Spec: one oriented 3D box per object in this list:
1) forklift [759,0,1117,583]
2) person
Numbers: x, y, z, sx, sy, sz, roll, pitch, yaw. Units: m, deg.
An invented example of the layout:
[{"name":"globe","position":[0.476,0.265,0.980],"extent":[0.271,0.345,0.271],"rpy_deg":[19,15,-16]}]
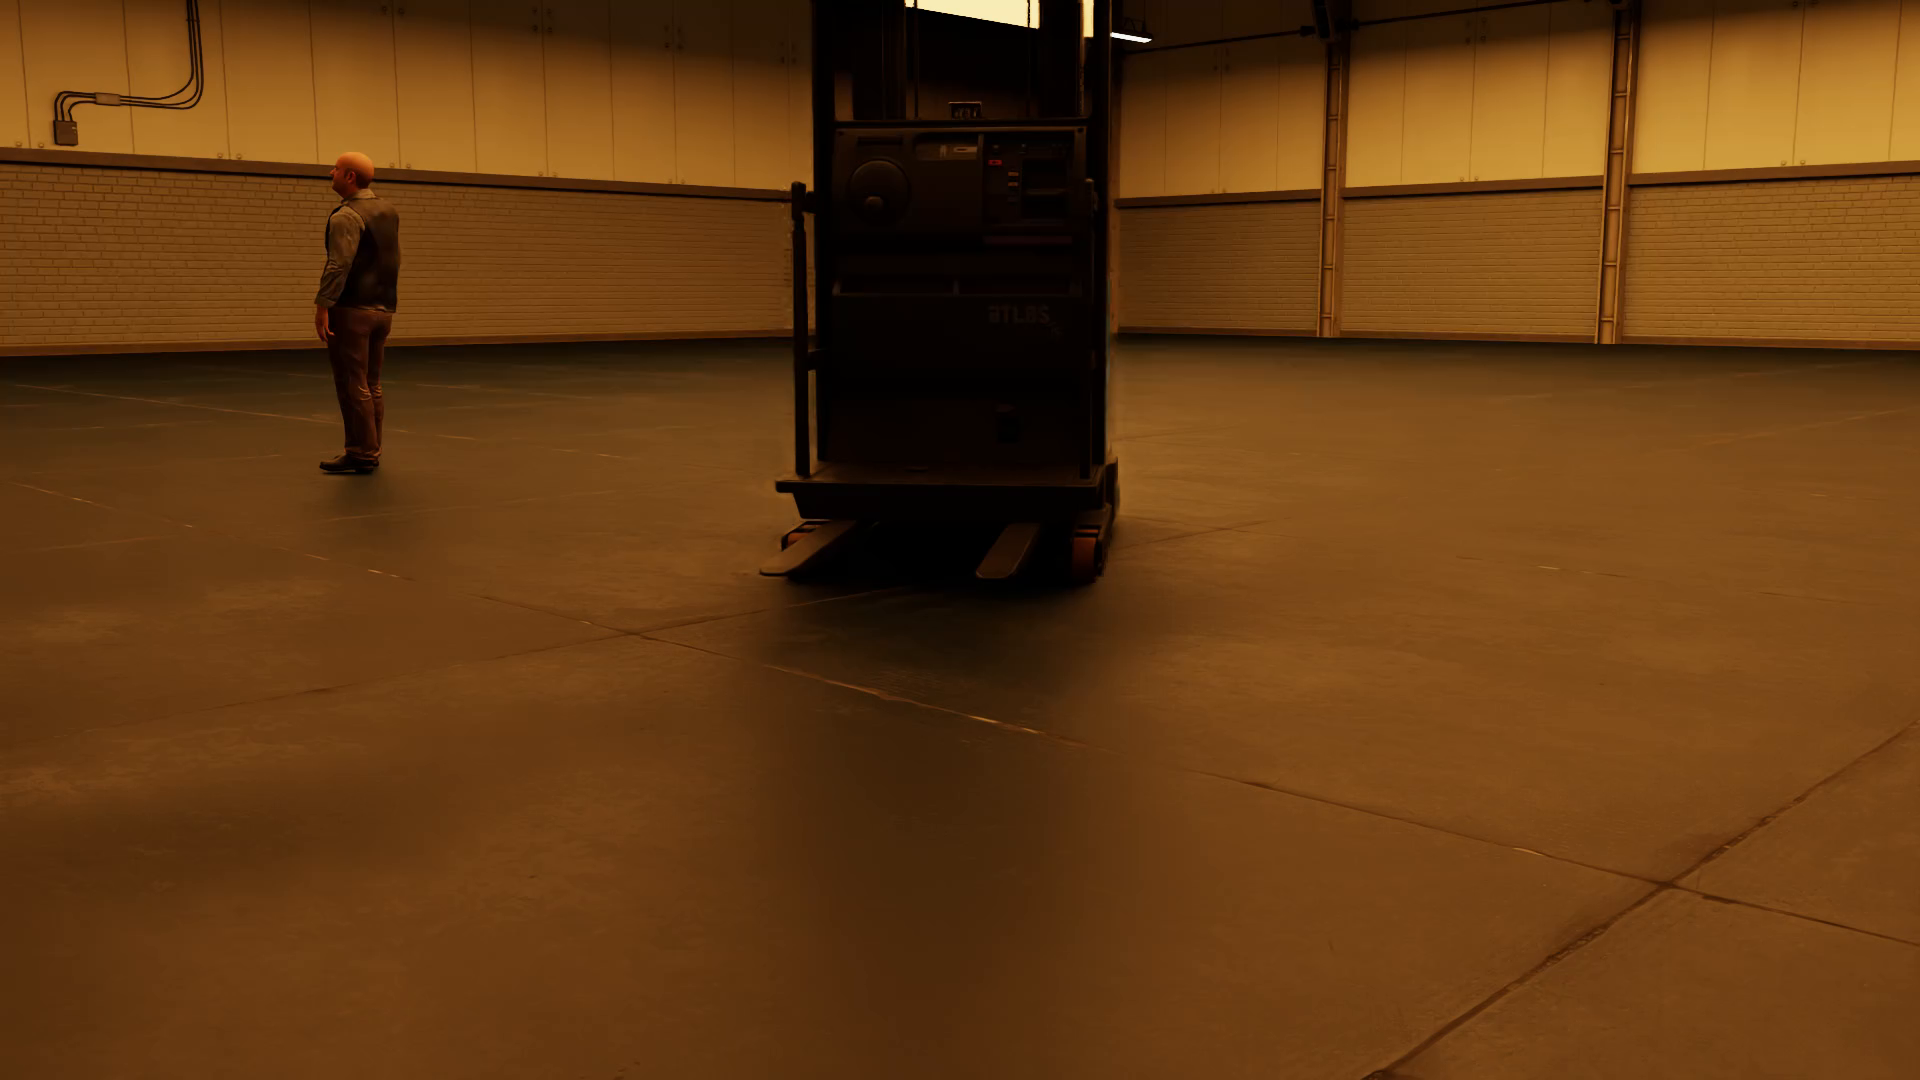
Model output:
[{"name":"forklift","position":[-0.029,-1.353,5.861],"extent":[1.130,2.935,3.031],"rpy_deg":[1,9,7]},{"name":"person","position":[-3.352,-1.235,9.089],"extent":[0.569,1.720,0.633],"rpy_deg":[2,9,12]}]
